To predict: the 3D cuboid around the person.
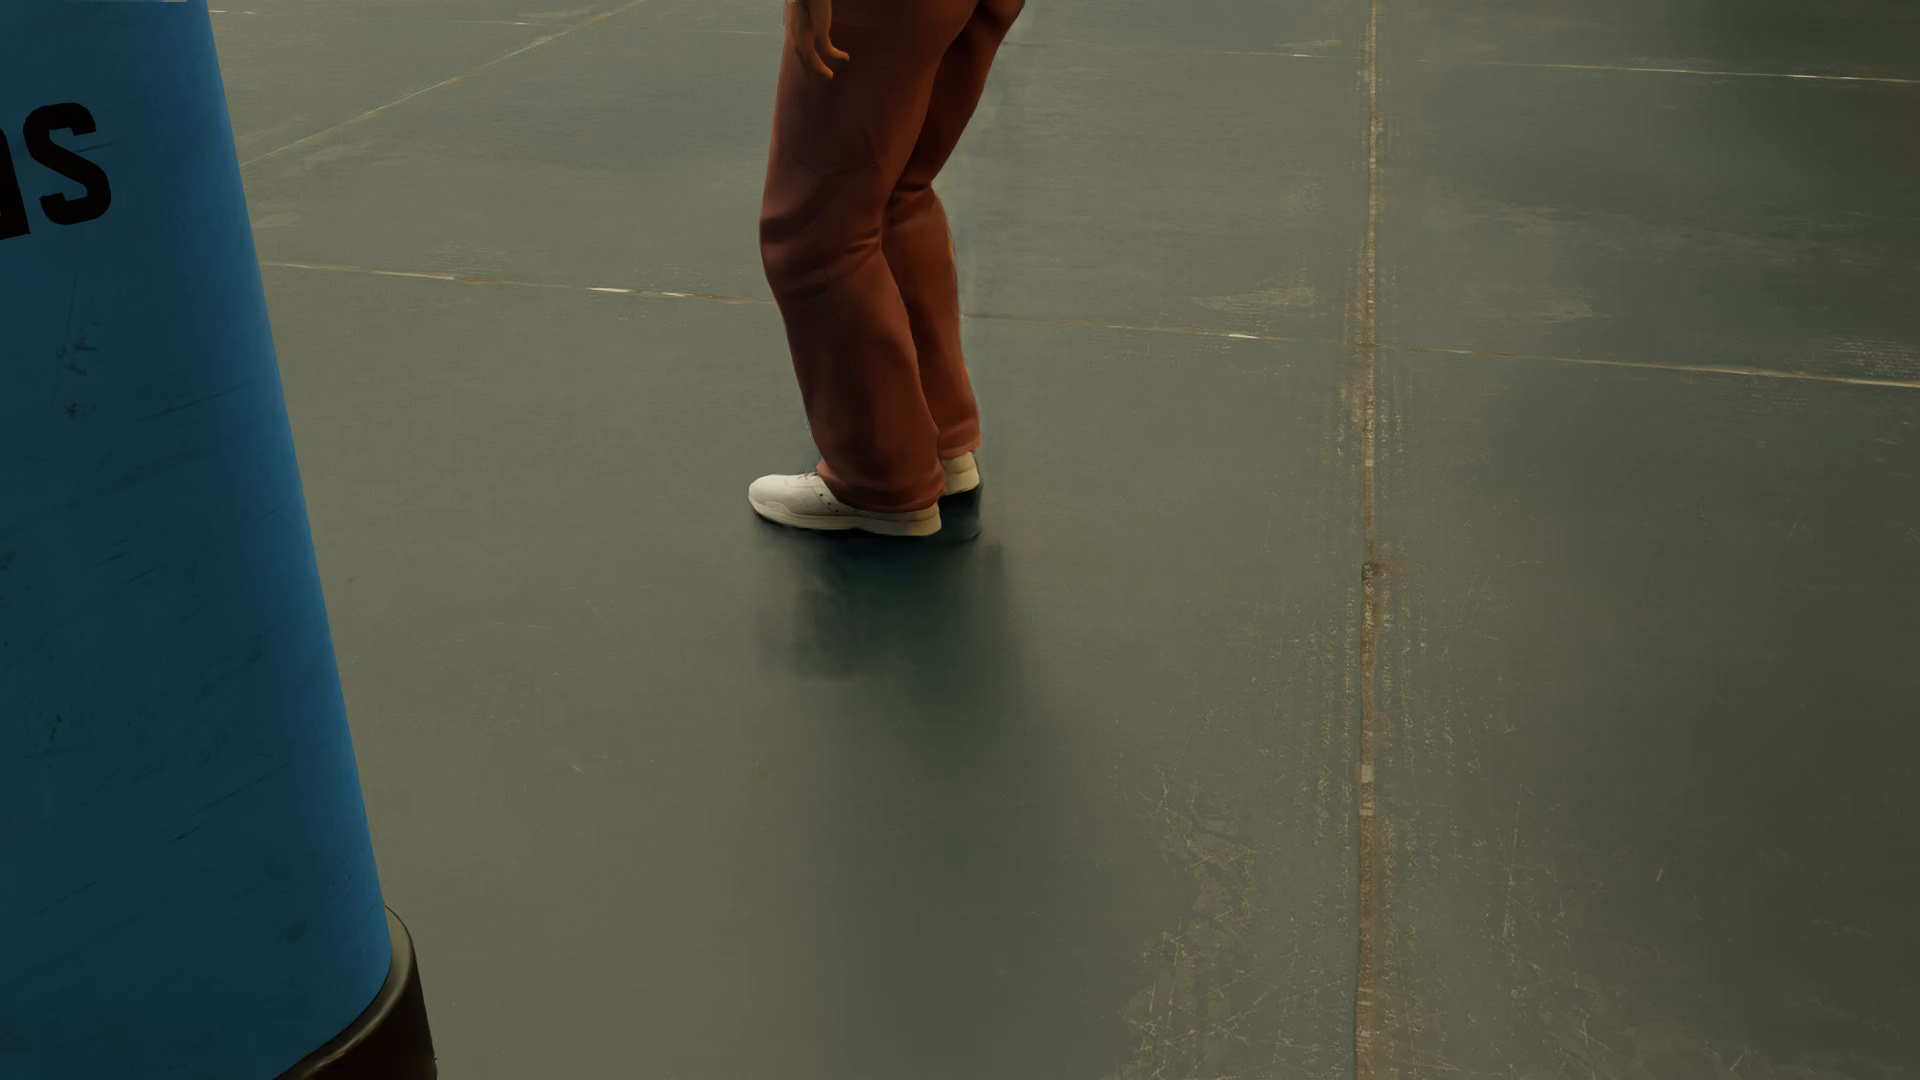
[{"bbox_3d":[-0.097,-0.759,2.192,0.501,1.657,0.612,16,31,28],"label":"person"}]
